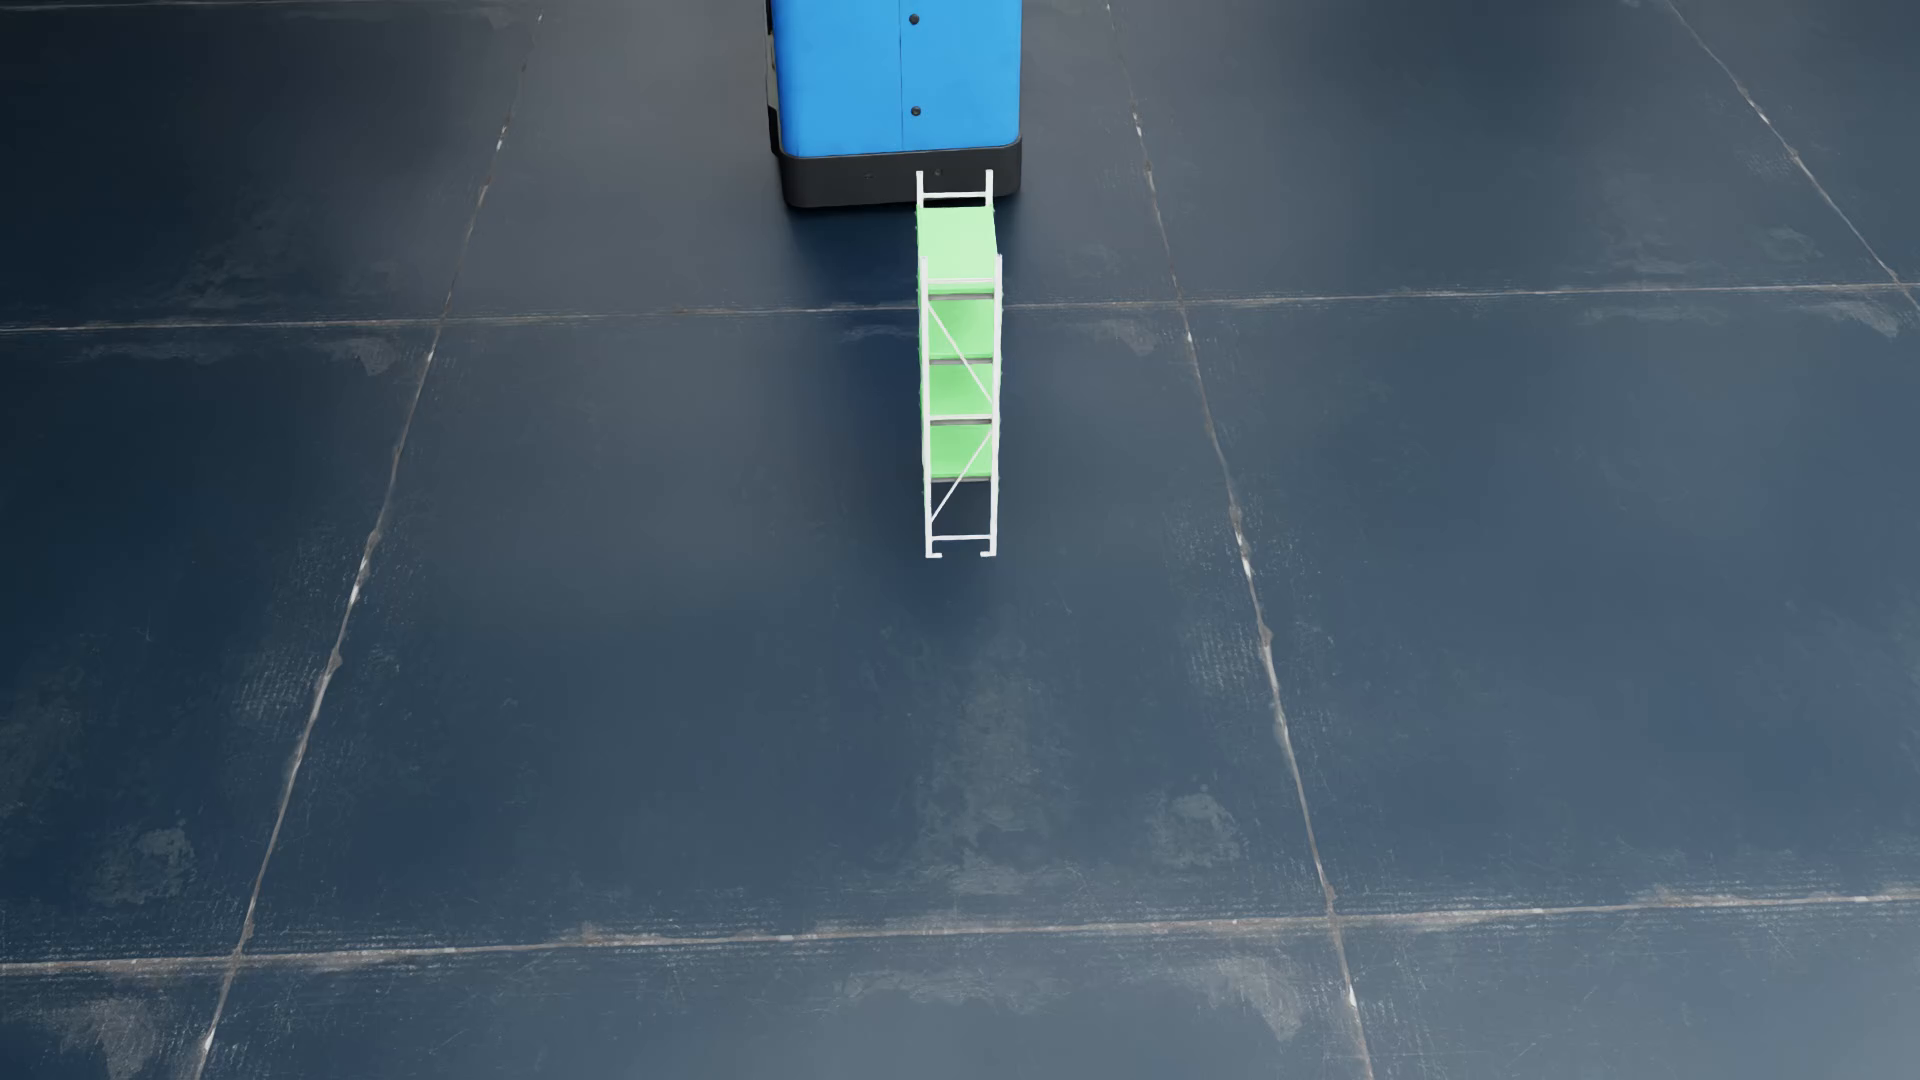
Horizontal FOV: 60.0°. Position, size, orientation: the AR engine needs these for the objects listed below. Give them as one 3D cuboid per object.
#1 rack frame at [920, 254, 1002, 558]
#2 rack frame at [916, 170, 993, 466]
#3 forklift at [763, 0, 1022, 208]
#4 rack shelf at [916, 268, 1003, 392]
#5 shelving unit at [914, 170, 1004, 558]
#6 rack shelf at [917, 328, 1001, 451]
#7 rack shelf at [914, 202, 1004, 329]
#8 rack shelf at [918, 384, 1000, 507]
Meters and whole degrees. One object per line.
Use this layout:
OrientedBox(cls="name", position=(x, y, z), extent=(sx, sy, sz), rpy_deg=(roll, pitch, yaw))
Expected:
OrientedBox(cls="rack frame", position=(0.003, -0.389, 5.287), extent=(0.240, 1.200, 0.015), rpy_deg=(-2, 43, -2))
OrientedBox(cls="rack frame", position=(-0.017, -0.719, 5.646), extent=(0.240, 1.200, 0.015), rpy_deg=(-2, 43, -2))
OrientedBox(cls="forklift", position=(-0.413, -3.518, 7.419), extent=(1.130, 2.935, 3.031), rpy_deg=(-4, 43, -5))
OrientedBox(cls="rack shelf", position=(-0.007, -0.684, 5.348), extent=(0.258, 0.148, 0.480), rpy_deg=(-2, 43, -2))
OrientedBox(cls="shelving unit", position=(-0.007, -0.554, 5.466), extent=(0.258, 1.200, 0.503), rpy_deg=(-2, 43, -2))
OrientedBox(cls="rack shelf", position=(-0.007, -0.507, 5.510), extent=(0.258, 0.148, 0.480), rpy_deg=(-2, 43, -2))
OrientedBox(cls="rack shelf", position=(-0.007, -0.861, 5.185), extent=(0.258, 0.148, 0.480), rpy_deg=(-2, 43, -2))
OrientedBox(cls="rack shelf", position=(-0.007, -0.330, 5.672), extent=(0.258, 0.148, 0.480), rpy_deg=(-2, 43, -2))
